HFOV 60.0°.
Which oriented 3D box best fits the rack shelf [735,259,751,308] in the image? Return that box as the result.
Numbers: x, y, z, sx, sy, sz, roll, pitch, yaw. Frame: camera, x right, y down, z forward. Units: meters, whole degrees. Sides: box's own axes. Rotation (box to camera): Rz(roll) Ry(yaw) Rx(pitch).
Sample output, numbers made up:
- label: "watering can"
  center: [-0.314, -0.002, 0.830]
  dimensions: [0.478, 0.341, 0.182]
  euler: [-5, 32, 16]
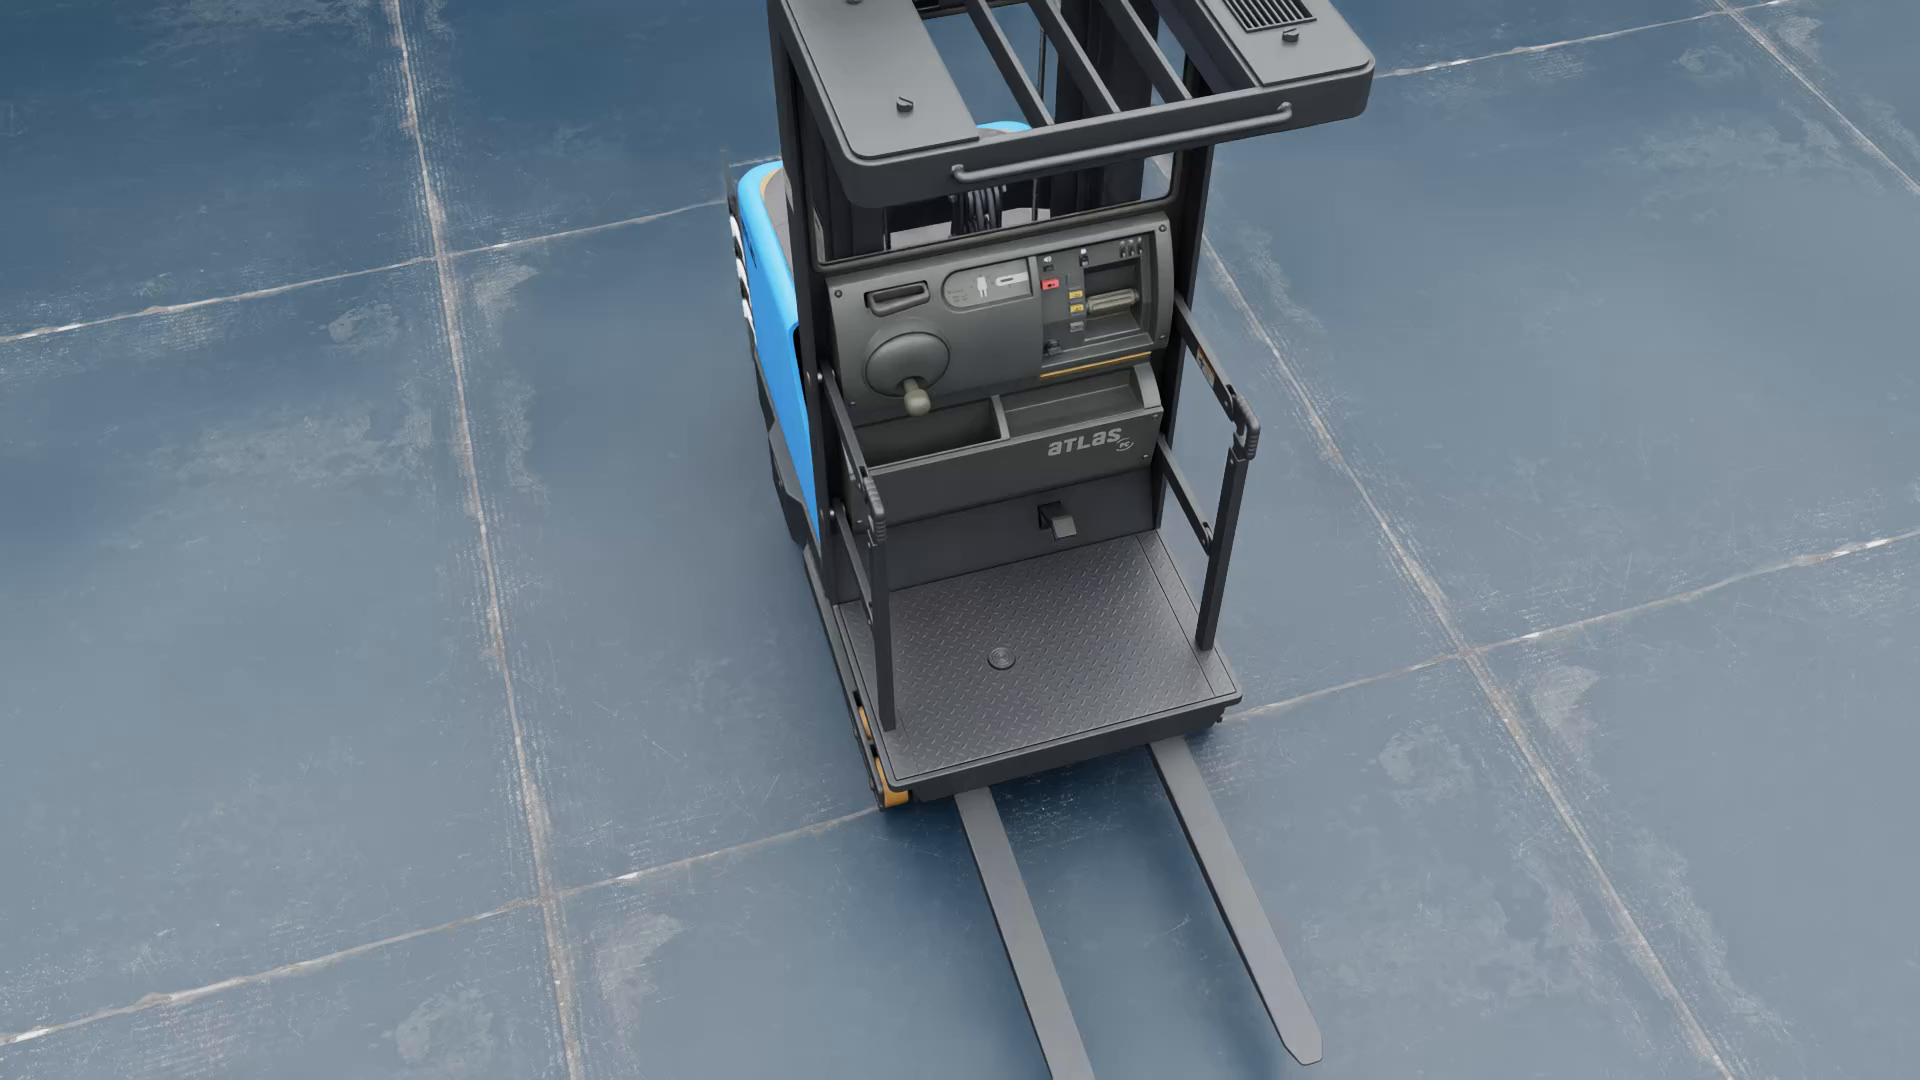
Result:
- label: "rack shelf"
  center: [-0.660, -0.949, 5.994]
  dimensions: [0.258, 0.077, 0.200]
  euler: [-14, 46, -11]

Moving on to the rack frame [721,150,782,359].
- label: "rack frame"
  center: [-0.692, -1.040, 6.041]
  dimensions: [0.240, 0.900, 0.006]
  euler: [-14, 46, -11]

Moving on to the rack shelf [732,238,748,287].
- label: "rack shelf"
  center: [-0.663, -1.013, 5.931]
  dimensions: [0.258, 0.077, 0.200]
  euler: [-14, 46, -11]

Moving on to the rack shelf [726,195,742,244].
- label: "rack shelf"
  center: [-0.668, -1.142, 5.805]
  dimensions: [0.258, 0.077, 0.200]
  euler: [-14, 46, -11]

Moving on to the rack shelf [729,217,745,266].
- label: "rack shelf"
  center: [-0.666, -1.078, 5.868]
  dimensions: [0.258, 0.077, 0.200]
  euler: [-14, 46, -11]

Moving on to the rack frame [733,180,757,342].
- label: "rack frame"
  center: [-0.631, -0.906, 5.901]
  dimensions: [0.240, 0.900, 0.006]
  euler: [-14, 46, -11]

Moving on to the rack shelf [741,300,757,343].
- label: "rack shelf"
  center: [-0.655, -0.821, 6.120]
  dimensions: [0.258, 0.077, 0.200]
  euler: [-14, 46, -11]

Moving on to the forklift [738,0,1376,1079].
- label: "forklift"
  center: [0.184, -0.484, 4.241]
  dimensions: [1.130, 2.935, 3.031]
  euler: [-13, 51, -11]

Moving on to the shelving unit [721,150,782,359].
- label: "shelving unit"
  center: [-0.661, -0.973, 5.971]
  dimensions: [0.258, 0.900, 0.210]
  euler: [-14, 46, -11]

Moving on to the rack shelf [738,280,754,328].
- label: "rack shelf"
  center: [-0.658, -0.885, 6.057]
  dimensions: [0.258, 0.077, 0.200]
  euler: [-14, 46, -11]
